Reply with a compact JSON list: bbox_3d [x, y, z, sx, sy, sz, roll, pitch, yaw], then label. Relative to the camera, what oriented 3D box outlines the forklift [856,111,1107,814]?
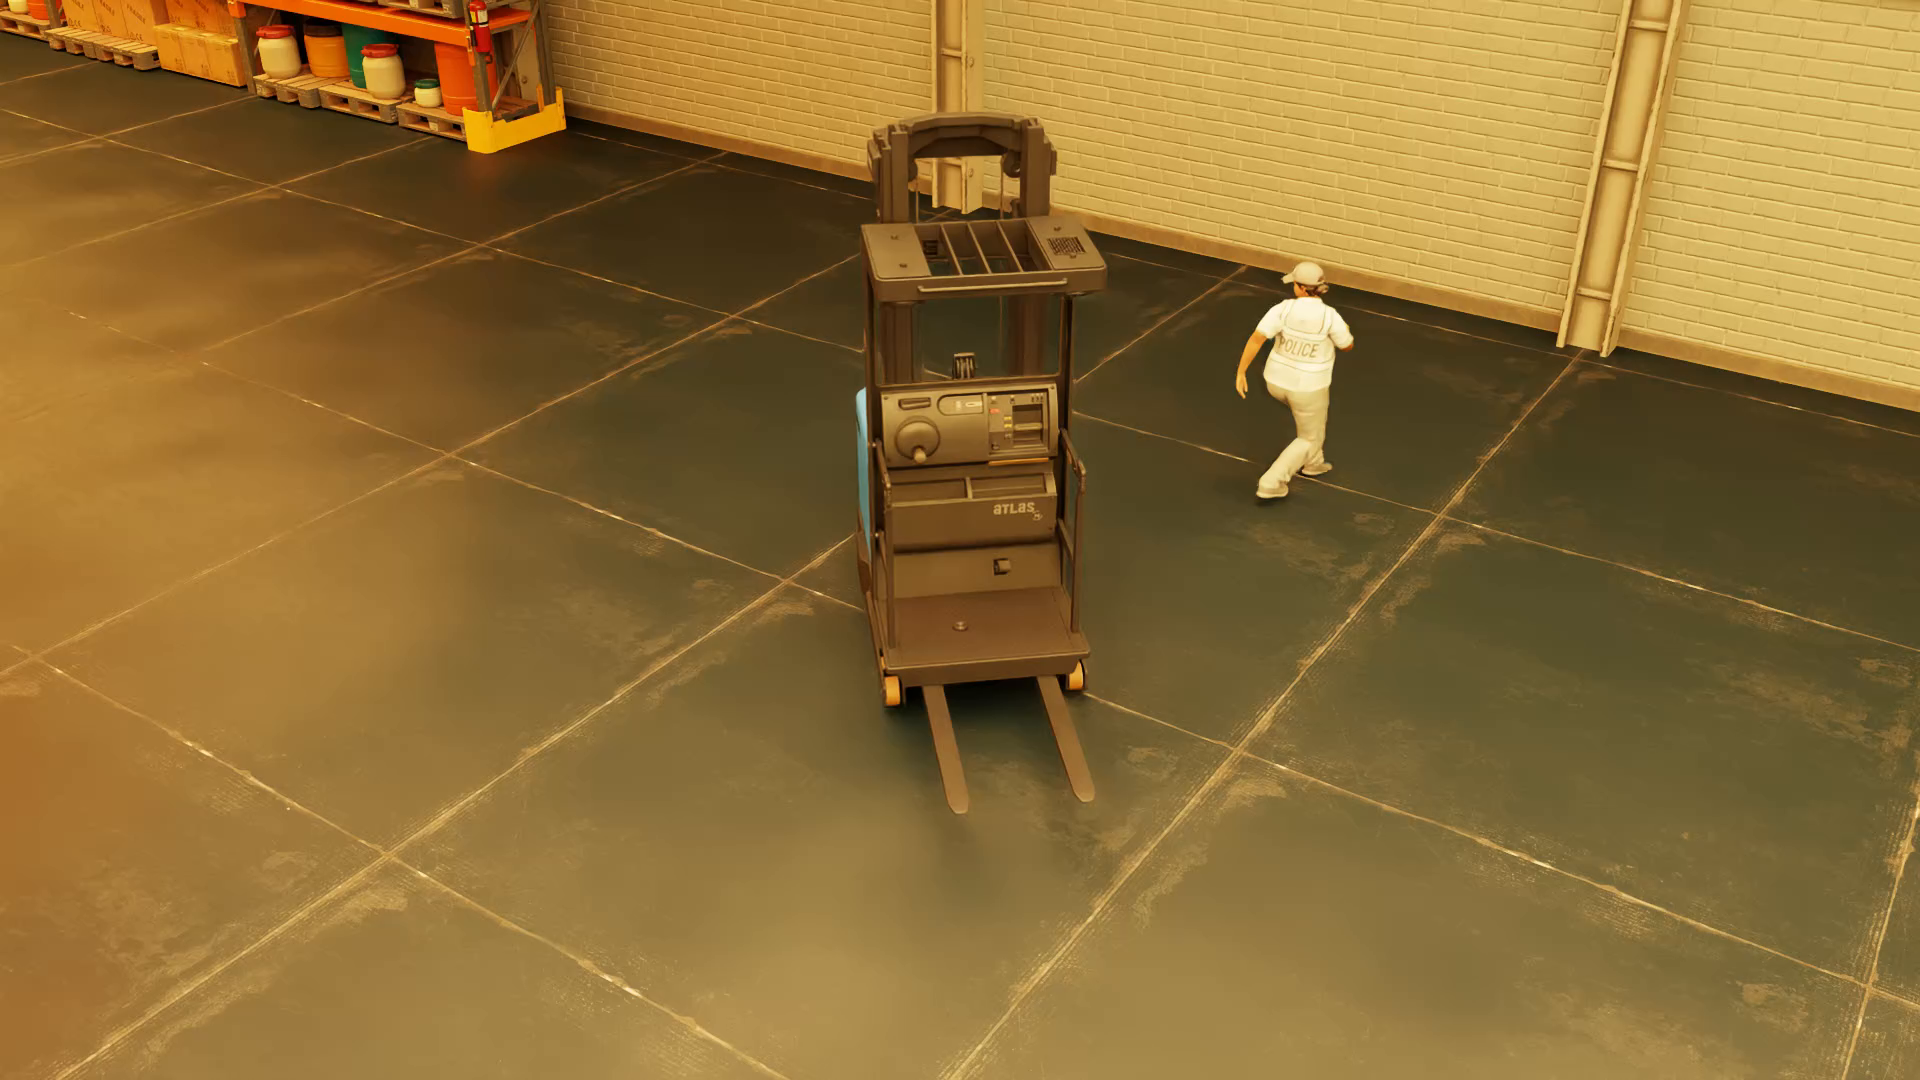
[{"bbox_3d":[0.087,-0.562,8.549,1.130,2.935,3.031,-4,30,-7],"label":"forklift"}]

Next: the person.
[{"bbox_3d":[2.216,-1.036,10.755,0.888,1.603,0.504,-26,39,-37],"label":"person"}]
